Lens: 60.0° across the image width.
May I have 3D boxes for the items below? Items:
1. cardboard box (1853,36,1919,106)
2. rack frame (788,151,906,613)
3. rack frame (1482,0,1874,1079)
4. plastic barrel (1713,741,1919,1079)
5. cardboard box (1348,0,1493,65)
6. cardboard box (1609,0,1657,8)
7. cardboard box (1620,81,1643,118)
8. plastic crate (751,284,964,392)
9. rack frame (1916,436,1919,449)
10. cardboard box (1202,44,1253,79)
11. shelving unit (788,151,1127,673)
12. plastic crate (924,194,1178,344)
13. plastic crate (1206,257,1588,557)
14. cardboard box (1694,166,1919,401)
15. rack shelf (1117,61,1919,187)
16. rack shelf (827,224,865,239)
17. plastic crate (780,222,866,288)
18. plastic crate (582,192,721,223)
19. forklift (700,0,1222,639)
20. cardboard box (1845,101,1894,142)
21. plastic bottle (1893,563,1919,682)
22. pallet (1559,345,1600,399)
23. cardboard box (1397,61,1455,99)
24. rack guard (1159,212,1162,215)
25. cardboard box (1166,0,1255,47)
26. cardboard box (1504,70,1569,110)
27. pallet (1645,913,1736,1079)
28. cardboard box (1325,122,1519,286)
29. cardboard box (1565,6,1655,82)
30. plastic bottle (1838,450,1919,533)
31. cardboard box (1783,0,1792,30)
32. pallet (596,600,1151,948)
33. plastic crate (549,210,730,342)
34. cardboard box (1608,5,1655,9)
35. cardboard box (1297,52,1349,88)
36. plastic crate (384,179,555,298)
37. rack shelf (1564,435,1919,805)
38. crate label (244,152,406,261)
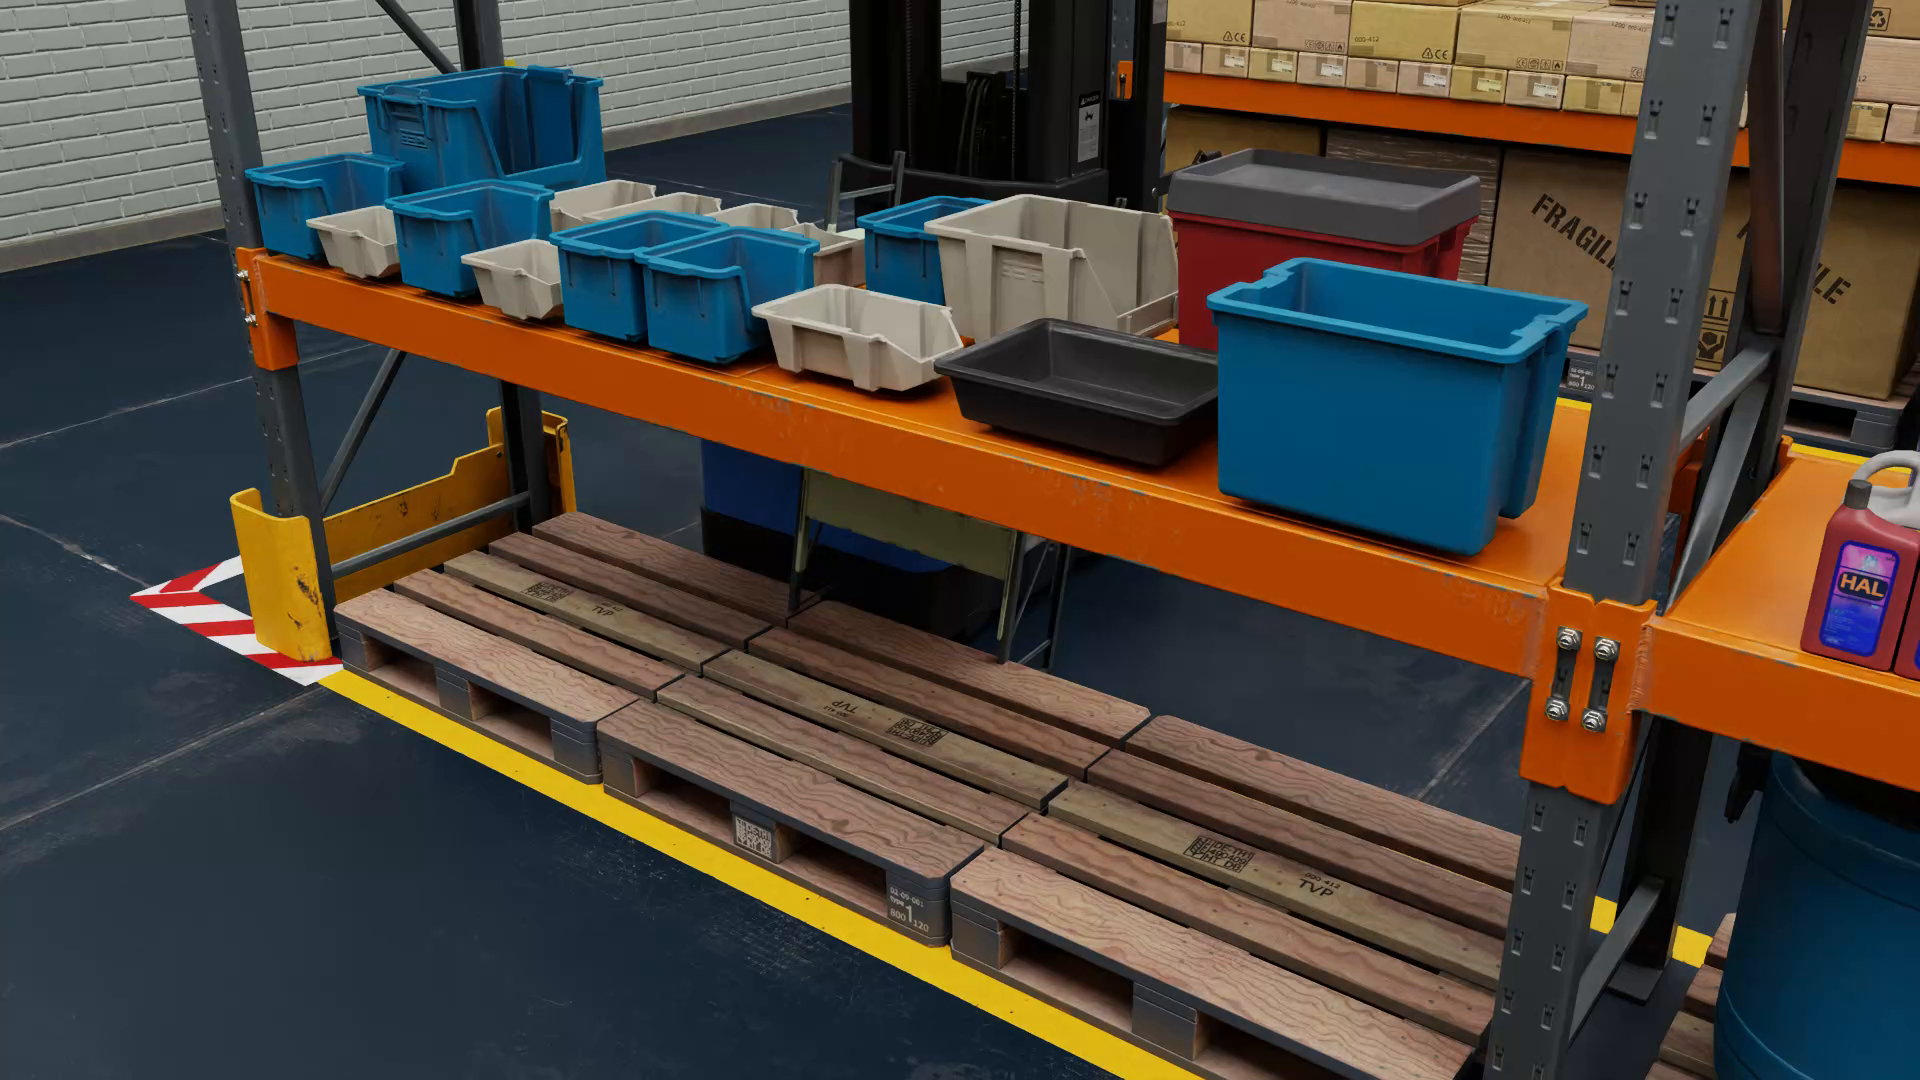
[{"bbox_3d":[3.815,-1.915,6.693,0.500,0.250,0.500,16,29,32],"label":"cardboard box"},{"bbox_3d":[-0.359,-0.432,5.145,0.023,1.500,0.400,17,24,23],"label":"rack frame"},{"bbox_3d":[1.355,-0.227,3.046,0.127,3.000,1.000,17,29,33],"label":"rack frame"},{"bbox_3d":[1.781,0.678,3.073,0.708,0.901,0.600,17,29,33],"label":"plastic barrel"},{"bbox_3d":[2.167,-2.411,7.819,0.500,0.250,0.500,16,28,32],"label":"cardboard box"},{"bbox_3d":[3.288,-2.680,7.500,0.500,0.500,0.500,16,28,32],"label":"cardboard box"},{"bbox_3d":[3.062,-1.927,7.216,0.250,0.149,0.380,17,29,34],"label":"cardboard box"},{"bbox_3d":[-0.218,-0.458,3.823,0.466,0.136,0.293,17,29,33],"label":"plastic crate"},{"bbox_3d":[4.326,-1.826,6.673,0.127,3.000,1.000,17,29,33],"label":"rack frame"},{"bbox_3d":[1.418,-2.424,8.343,0.250,0.149,0.380,16,29,33],"label":"cardboard box"},{"bbox_3d":[-0.038,-0.331,5.000,0.755,1.500,0.431,17,24,23],"label":"shelving unit"},{"bbox_3d":[0.244,-0.629,4.031,0.530,0.282,0.437,17,29,33],"label":"plastic crate"},{"bbox_3d":[0.777,-0.250,3.044,0.575,0.384,0.392,17,29,33],"label":"plastic crate"},{"bbox_3d":[3.846,-1.231,7.438,0.875,0.875,0.875,17,29,33],"label":"cardboard box"},{"bbox_3d":[2.726,-1.980,7.916,4.000,0.370,1.077,17,29,33],"label":"rack shelf"},{"bbox_3d":[0.010,-0.691,4.857,0.720,0.370,0.431,17,24,23],"label":"rack shelf"},{"bbox_3d":[-0.375,-0.763,4.514,0.250,0.136,0.298,17,29,33],"label":"plastic crate"},{"bbox_3d":[-0.861,-0.888,4.798,0.243,0.136,0.396,17,29,33],"label":"plastic crate"},{"bbox_3d":[0.367,-1.548,6.127,1.130,2.935,3.031,16,28,32],"label":"forklift"},{"bbox_3d":[3.679,-1.741,6.792,0.250,0.149,0.380,17,29,34],"label":"cardboard box"},{"bbox_3d":[1.500,0.084,2.483,0.133,0.283,0.061,17,29,33],"label":"plastic bottle"},{"bbox_3d":[2.784,-1.053,8.379,1.213,0.211,1.003,17,29,33],"label":"pallet"},{"bbox_3d":[2.242,-2.175,7.779,0.250,0.149,0.380,16,29,33],"label":"cardboard box"},{"bbox_3d":[1.106,-1.655,9.385,0.348,0.500,1.175,17,29,33],"label":"rack guard"},{"bbox_3d":[1.347,-2.657,8.377,0.500,0.250,0.500,16,28,32],"label":"cardboard box"},{"bbox_3d":[2.654,-2.051,7.497,0.250,0.149,0.380,17,29,34],"label":"cardboard box"},{"bbox_3d":[1.948,1.249,3.154,1.213,0.211,1.003,17,29,33],"label":"pallet"},{"bbox_3d":[2.414,-1.664,8.420,0.875,0.875,0.875,17,29,33],"label":"cardboard box"},{"bbox_3d":[2.991,-2.163,7.256,0.500,0.250,0.500,18,29,34],"label":"cardboard box"},{"bbox_3d":[1.475,-0.005,2.603,0.185,0.351,0.144,17,29,33],"label":"plastic bottle"},{"bbox_3d":[3.399,-2.384,6.827,0.500,0.500,0.500,17,29,34],"label":"cardboard box"},{"bbox_3d":[-0.237,0.588,4.653,1.213,0.211,1.003,17,29,33],"label":"pallet"},{"bbox_3d":[-0.792,-0.661,4.164,0.300,0.233,0.416,17,29,33],"label":"plastic crate"},{"bbox_3d":[3.294,-2.336,7.650,0.500,0.250,0.500,18,29,35],"label":"cardboard box"},{"bbox_3d":[1.832,-2.299,8.060,0.250,0.149,0.380,16,29,33],"label":"cardboard box"},{"bbox_3d":[-1.318,-0.820,4.525,0.300,0.233,0.416,17,29,33],"label":"plastic crate"},{"bbox_3d":[2.956,0.585,2.093,4.000,0.370,1.077,17,29,33],"label":"rack shelf"},{"bbox_3d":[-1.845,-0.980,4.887,0.303,0.233,0.416,17,29,33],"label":"crate label"}]
